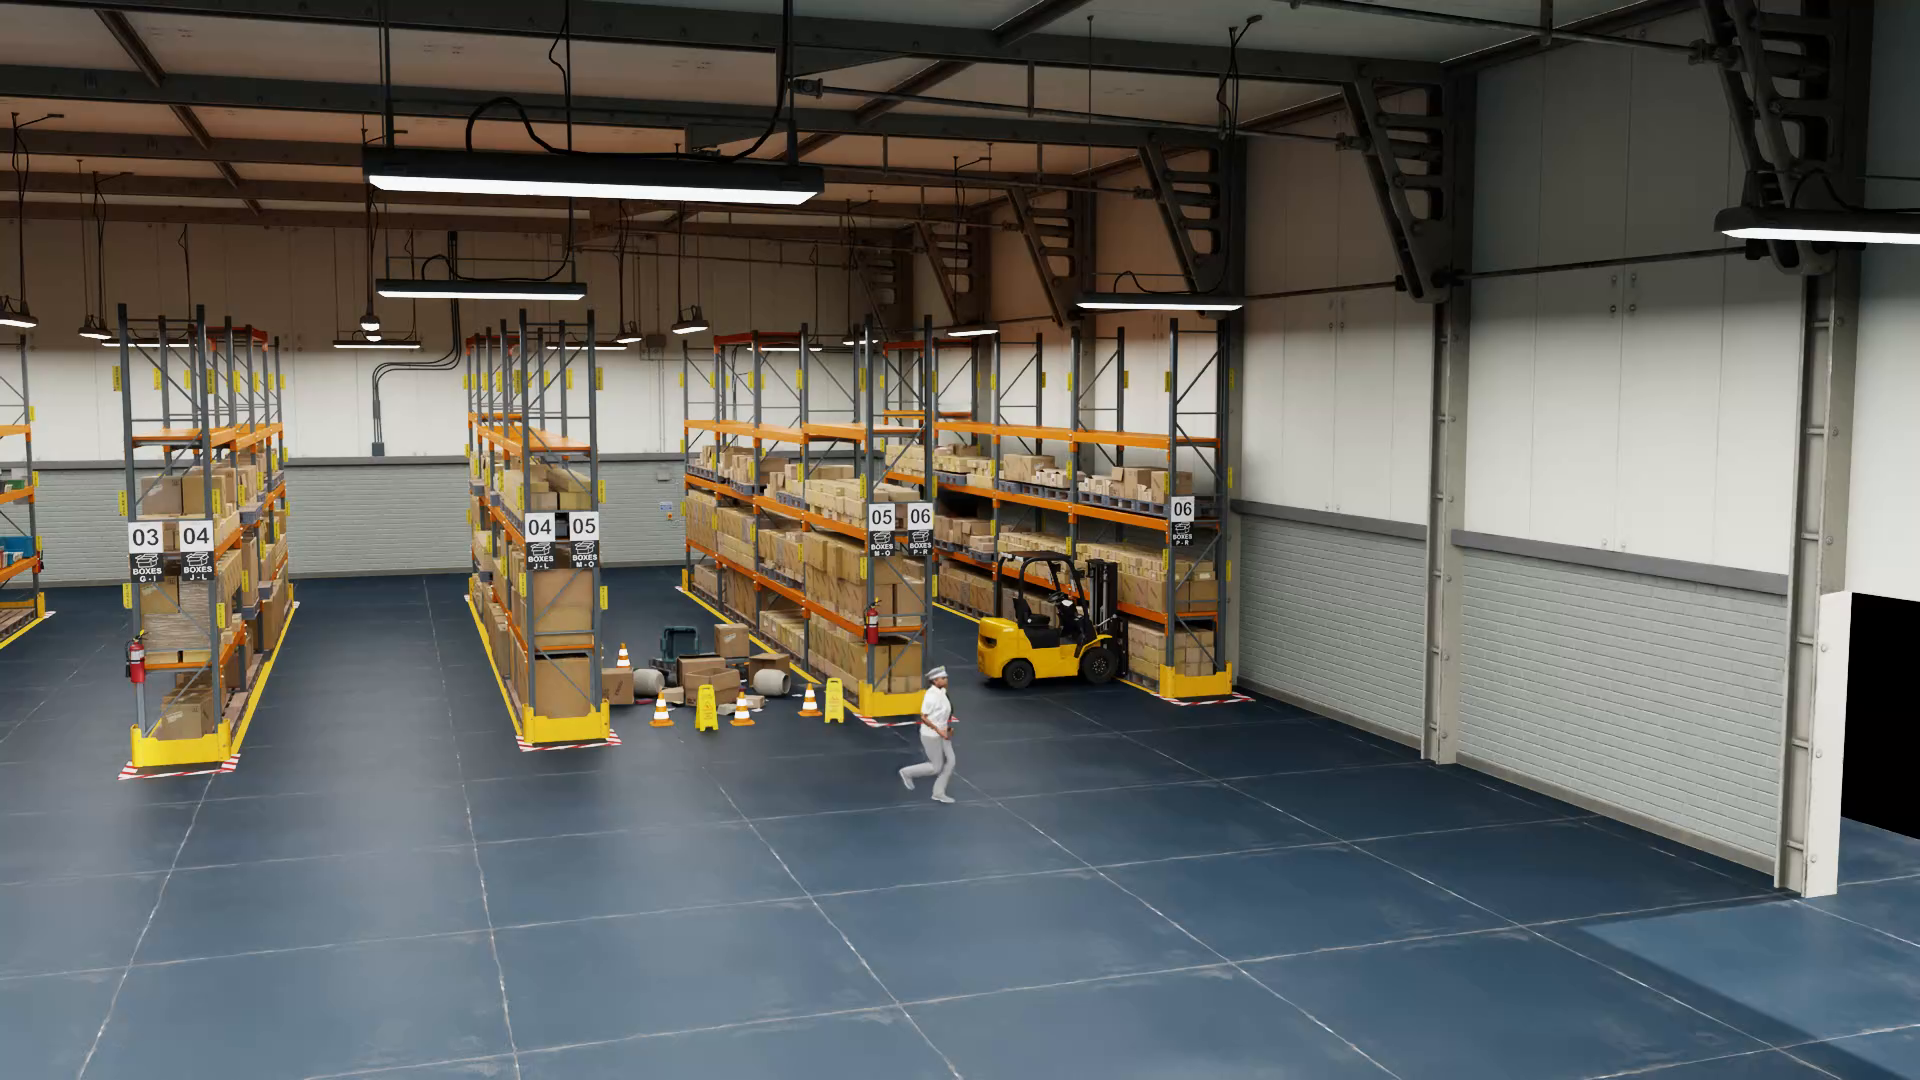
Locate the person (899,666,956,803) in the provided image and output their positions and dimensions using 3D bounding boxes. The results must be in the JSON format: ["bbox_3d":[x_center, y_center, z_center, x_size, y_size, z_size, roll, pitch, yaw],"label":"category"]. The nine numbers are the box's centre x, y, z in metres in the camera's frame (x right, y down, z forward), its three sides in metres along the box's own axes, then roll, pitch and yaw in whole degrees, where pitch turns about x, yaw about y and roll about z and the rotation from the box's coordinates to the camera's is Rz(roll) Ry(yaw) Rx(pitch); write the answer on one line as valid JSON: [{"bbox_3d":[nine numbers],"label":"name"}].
[{"bbox_3d":[-0.354,2.310,19.867,0.658,1.658,0.561,2,6,19],"label":"person"}]
